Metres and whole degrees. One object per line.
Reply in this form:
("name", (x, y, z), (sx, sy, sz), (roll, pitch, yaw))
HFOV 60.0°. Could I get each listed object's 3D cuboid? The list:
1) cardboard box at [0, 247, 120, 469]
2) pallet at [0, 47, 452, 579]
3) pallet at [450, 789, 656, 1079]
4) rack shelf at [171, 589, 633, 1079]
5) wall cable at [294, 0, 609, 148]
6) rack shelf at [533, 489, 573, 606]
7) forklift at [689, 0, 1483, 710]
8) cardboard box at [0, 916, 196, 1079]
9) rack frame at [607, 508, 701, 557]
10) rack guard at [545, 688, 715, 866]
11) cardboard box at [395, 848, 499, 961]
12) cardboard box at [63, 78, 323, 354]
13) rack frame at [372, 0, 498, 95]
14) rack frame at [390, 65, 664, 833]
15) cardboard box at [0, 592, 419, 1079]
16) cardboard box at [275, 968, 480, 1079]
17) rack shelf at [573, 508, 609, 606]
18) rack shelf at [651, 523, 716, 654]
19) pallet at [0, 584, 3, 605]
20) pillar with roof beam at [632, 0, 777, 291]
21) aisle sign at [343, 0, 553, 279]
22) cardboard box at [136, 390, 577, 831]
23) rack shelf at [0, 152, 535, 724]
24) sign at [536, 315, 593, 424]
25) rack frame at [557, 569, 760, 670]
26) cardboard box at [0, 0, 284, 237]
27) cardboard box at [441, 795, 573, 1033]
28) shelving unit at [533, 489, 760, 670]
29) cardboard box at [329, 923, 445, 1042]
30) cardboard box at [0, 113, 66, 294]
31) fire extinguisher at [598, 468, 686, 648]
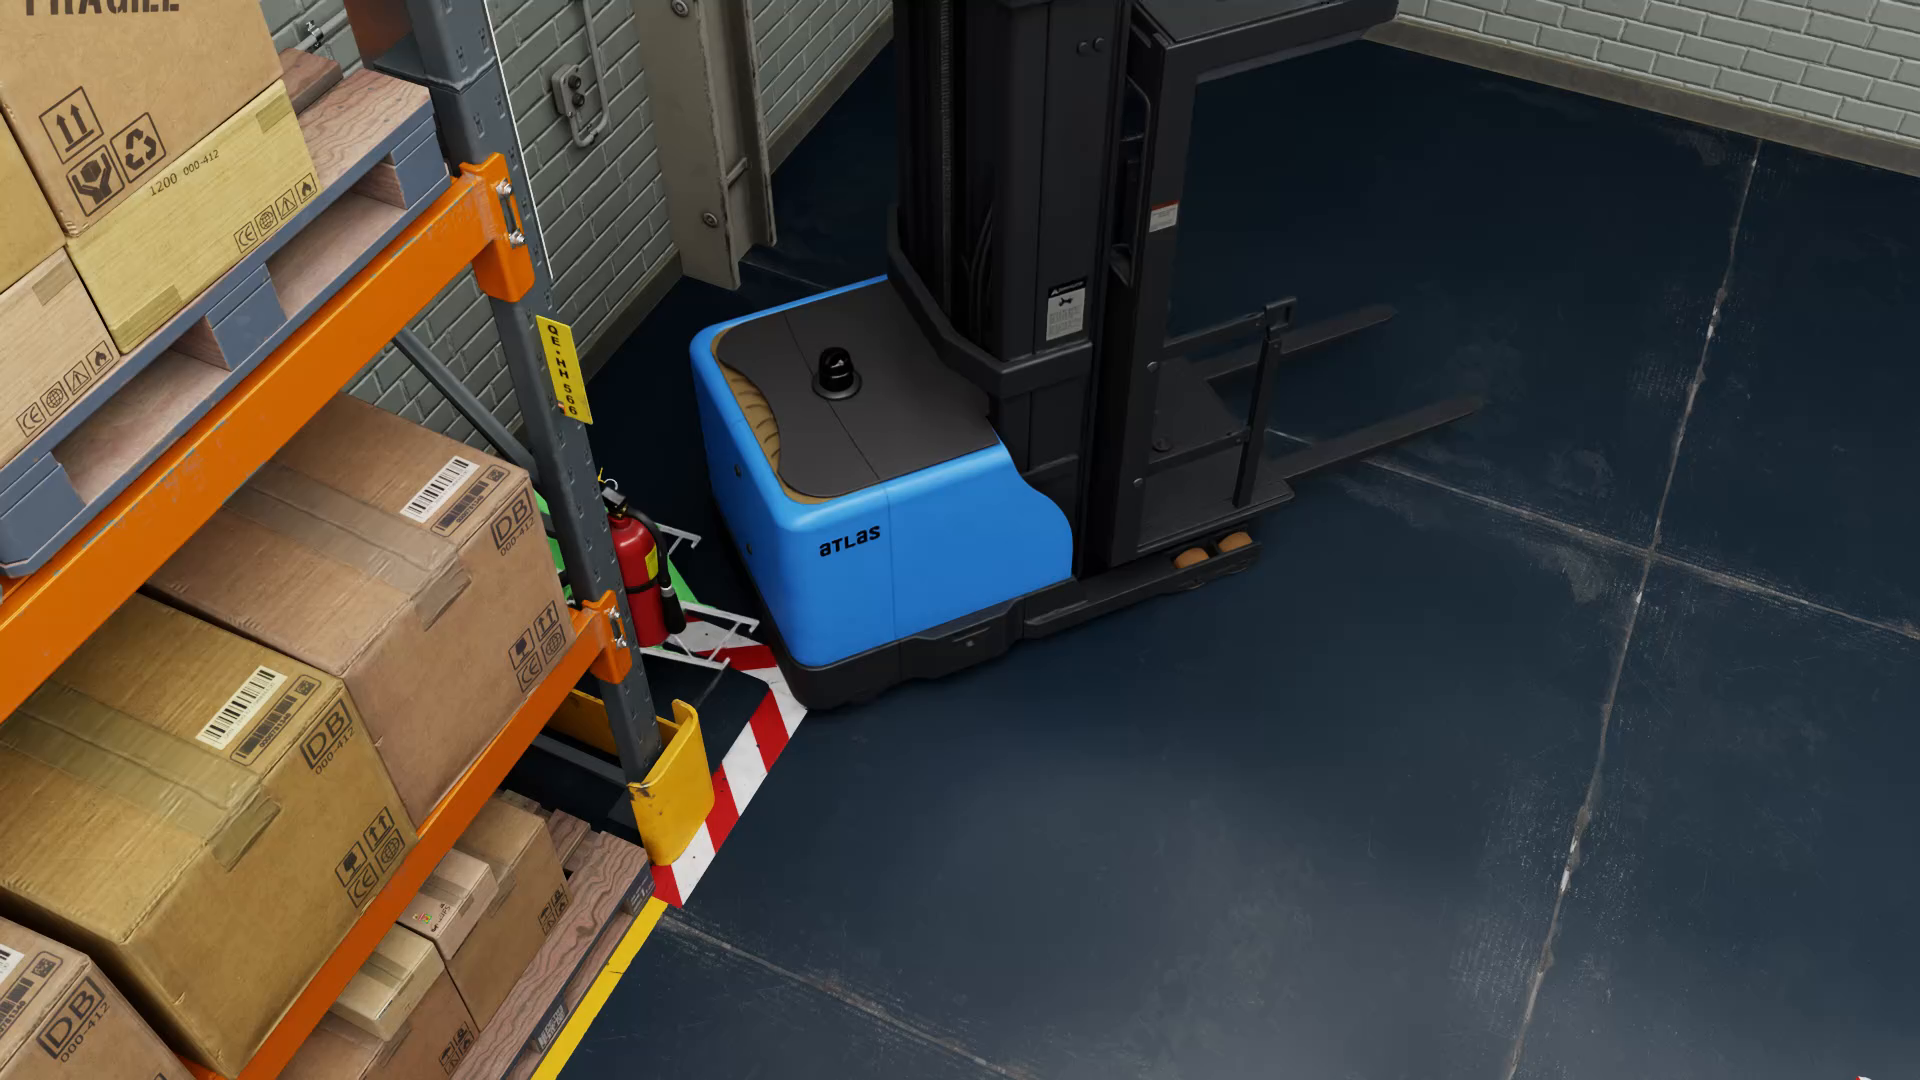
("cardboard box", (-1.738, -0.286, 2.627), (0.500, 0.250, 0.500), (18, 52, 15))
("pallet", (-1.752, -0.573, 3.172), (1.003, 0.211, 1.213), (20, 52, 16))
("pallet", (-1.715, 1.336, 5.290), (1.003, 0.211, 1.213), (20, 52, 16))
("rack shelf", (-2.299, 1.467, 3.820), (1.077, 0.370, 4.000), (20, 52, 16))
("wall cable", (-1.752, -1.662, 5.343), (0.084, 1.984, 1.851), (20, 52, 16))
("rack shelf", (-1.393, 0.067, 5.628), (0.258, 0.148, 0.480), (-51, 54, 15))
("forklift", (0.605, -1.109, 5.585), (3.031, 2.935, 1.130), (-19, 52, -16))
("cardboard box", (-2.288, 1.140, 3.428), (0.980, 0.700, 0.700), (18, 52, 14))
("rack frame", (-1.417, -0.049, 5.905), (0.240, 1.200, 0.015), (-51, 54, 15))
("rack guard", (-1.434, 0.650, 5.684), (1.175, 0.500, 0.348), (20, 52, 16))
("cardboard box", (-1.543, 0.982, 4.699), (0.380, 0.149, 0.250), (19, 52, 16))
("cardboard box", (-1.517, -0.645, 2.932), (0.500, 0.250, 0.500), (21, 53, 17))
("rack frame", (-1.444, -2.088, 2.433), (1.000, 3.000, 0.127), (20, 52, 16))
("rack frame", (-1.444, -0.144, 4.718), (1.000, 3.000, 0.127), (20, 52, 16))
("cardboard box", (-1.954, 0.618, 3.873), (0.980, 0.700, 0.700), (19, 52, 16))
("cardboard box", (-1.867, 1.390, 4.779), (0.700, 0.500, 0.500), (20, 52, 16))
("rack shelf", (-1.251, 0.118, 5.815), (0.258, 0.148, 0.480), (-51, 54, 15))
("rack shelf", (-1.109, 0.169, 6.002), (0.258, 0.148, 0.480), (-51, 54, 15))
("pallet", (-2.272, 0.270, 2.454), (1.003, 0.211, 1.213), (20, 52, 16))
("pillar with roof beam", (2.820, -2.828, 3.063), (9.100, 9.000, 0.400), (20, 52, 16))
("aisle sign", (-1.142, -0.938, 3.687), (0.394, 0.787, 0.004), (20, 52, 16))
("cardboard box", (-1.653, 0.114, 4.302), (0.980, 0.700, 0.700), (22, 53, 18))
("rack shelf", (-2.299, 0.495, 2.677), (1.077, 0.370, 4.000), (20, 52, 16))
("sign", (-0.959, -0.409, 4.028), (0.100, 0.325, 0.005), (20, 52, 16))
("rack frame", (-1.160, 0.258, 5.626), (0.240, 1.200, 0.015), (-51, 54, 15))
("cardboard box", (-1.510, -0.886, 2.644), (0.500, 0.500, 0.500), (20, 52, 16))
("cardboard box", (-1.653, 1.045, 5.072), (0.700, 0.500, 0.500), (20, 52, 16))
("shelving unit", (-1.289, 0.104, 5.765), (0.258, 1.200, 0.503), (-51, 54, 15))
("cardboard box", (-1.651, 1.159, 4.549), (0.380, 0.149, 0.250), (21, 53, 17))
("cardboard box", (-1.734, -0.545, 2.354), (0.500, 0.500, 0.500), (21, 53, 17))
("fire extinguisher", (-0.962, 0.049, 4.850), (0.296, 0.674, 0.183), (20, 52, 16))
